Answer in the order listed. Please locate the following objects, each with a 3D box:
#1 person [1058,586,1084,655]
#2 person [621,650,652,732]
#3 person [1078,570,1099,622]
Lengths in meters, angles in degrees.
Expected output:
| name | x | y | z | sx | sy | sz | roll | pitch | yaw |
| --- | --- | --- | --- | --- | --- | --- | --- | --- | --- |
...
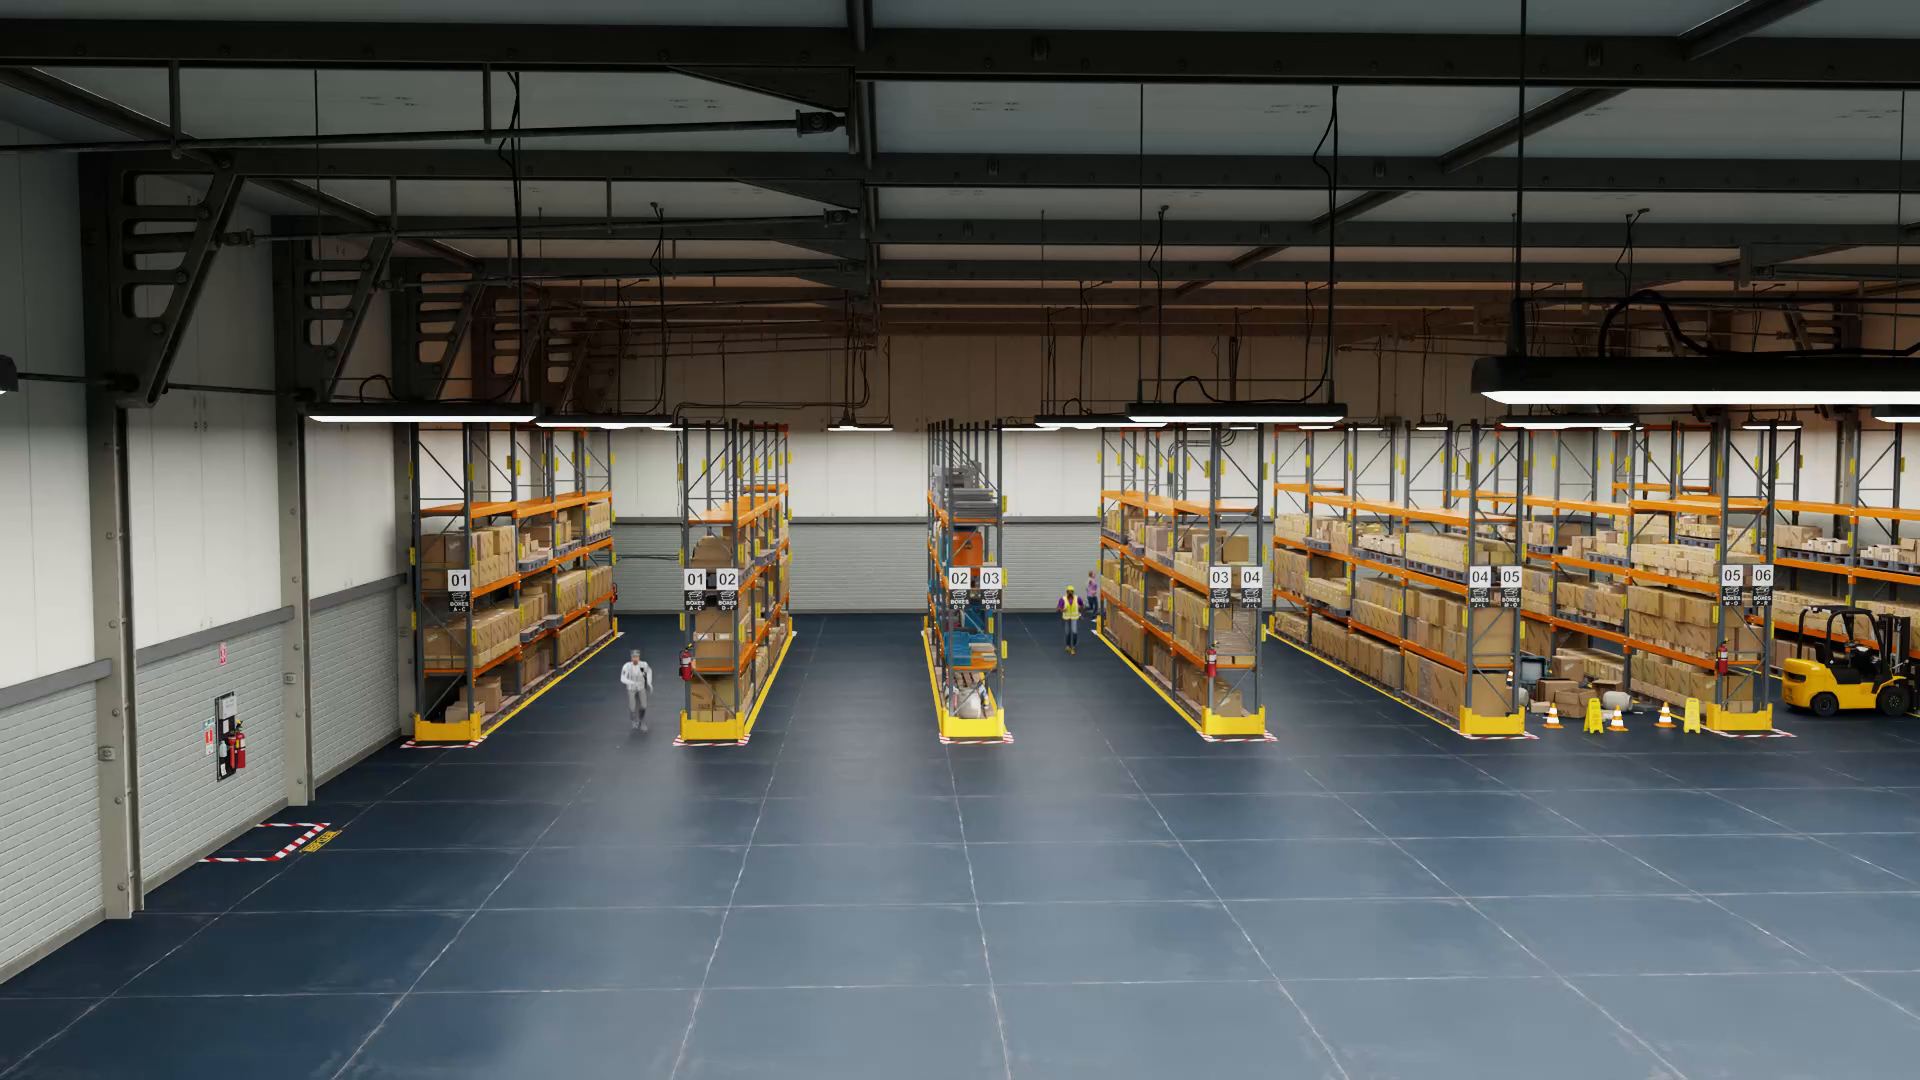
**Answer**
| name | x | y | z | sx | sy | sz | roll | pitch | yaw |
| --- | --- | --- | --- | --- | --- | --- | --- | --- | --- |
| person | 2.867 | 2.087 | 43.127 | 0.680 | 1.811 | 0.824 | 0 | 4 | 3 |
| person | -6.212 | 2.881 | 31.943 | 0.607 | 1.616 | 0.817 | -1 | 4 | -14 |
| person | 3.937 | 1.714 | 50.526 | 0.715 | 1.586 | 0.549 | 2 | 4 | 29 |
